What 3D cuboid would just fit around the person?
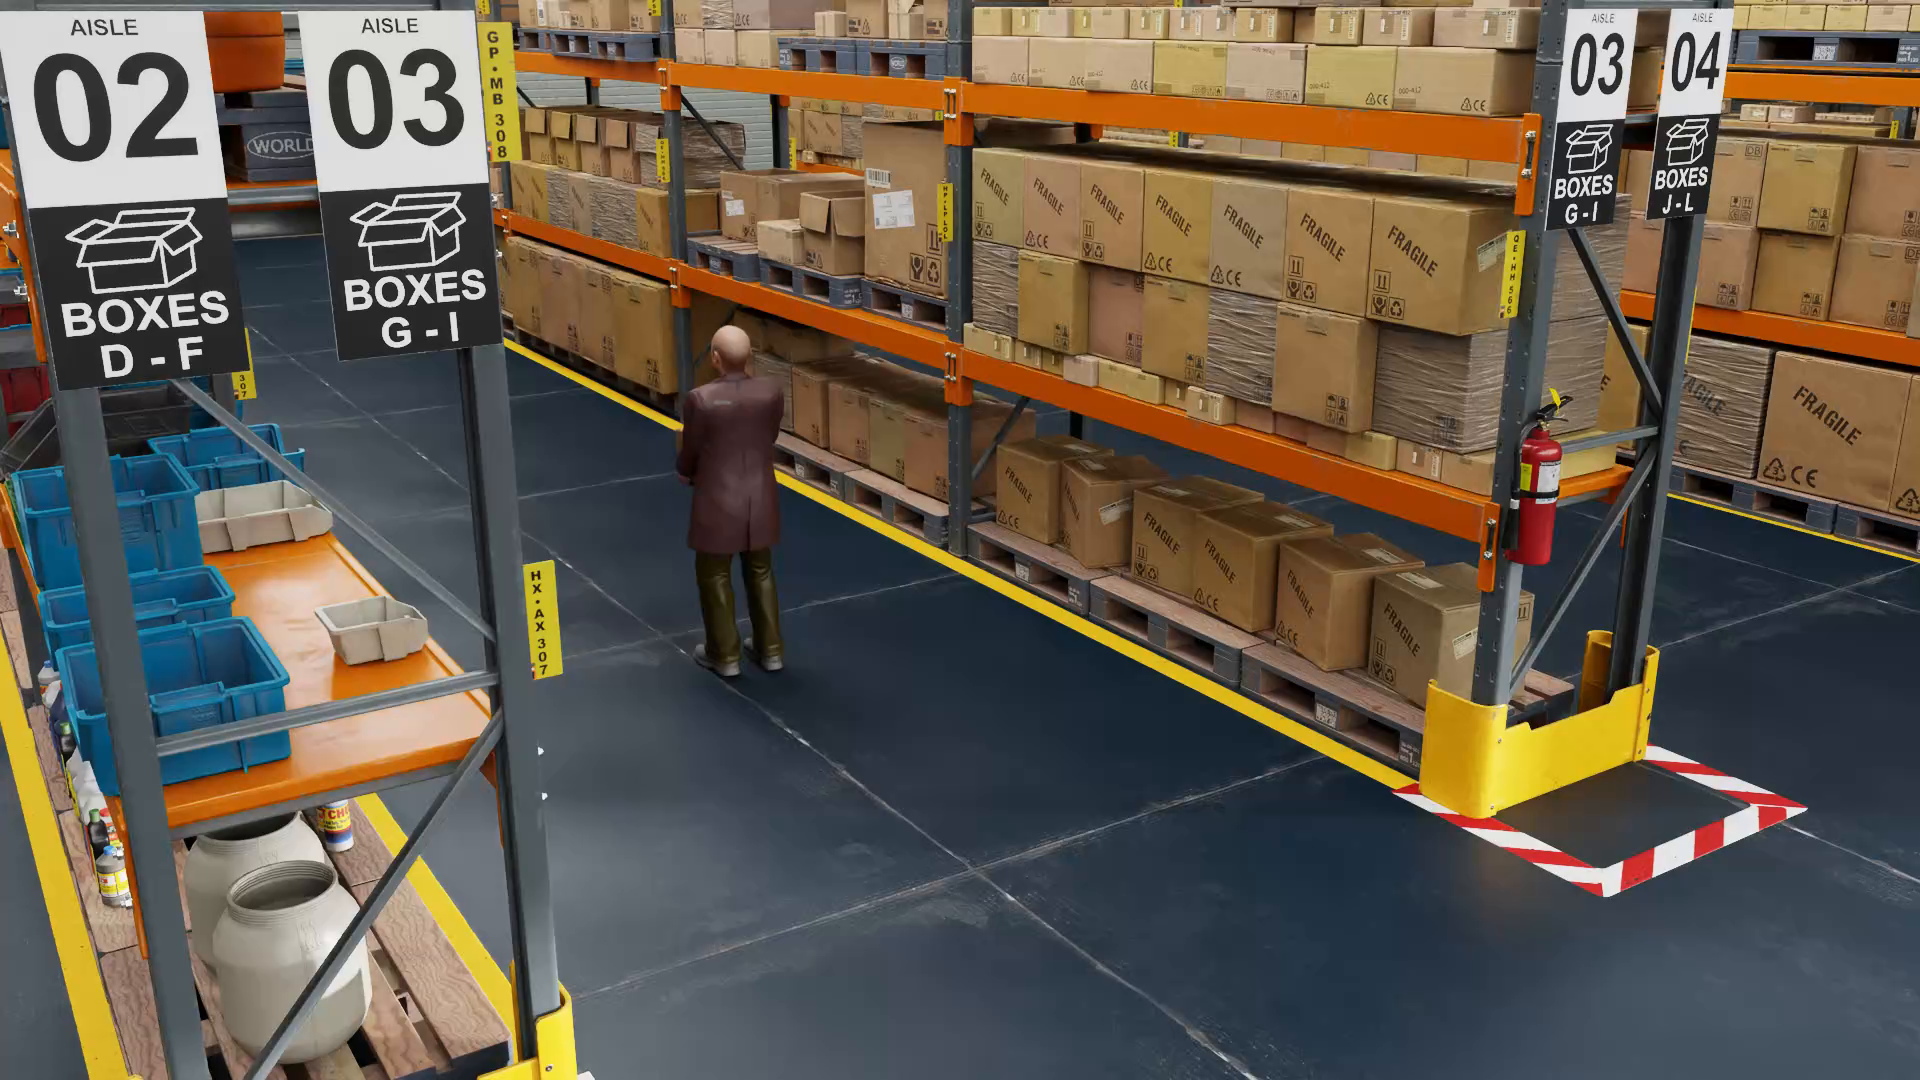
[{"bbox_3d":[-1.164,-0.215,8.256,0.530,1.769,0.563,-11,21,-31],"label":"person"}]
